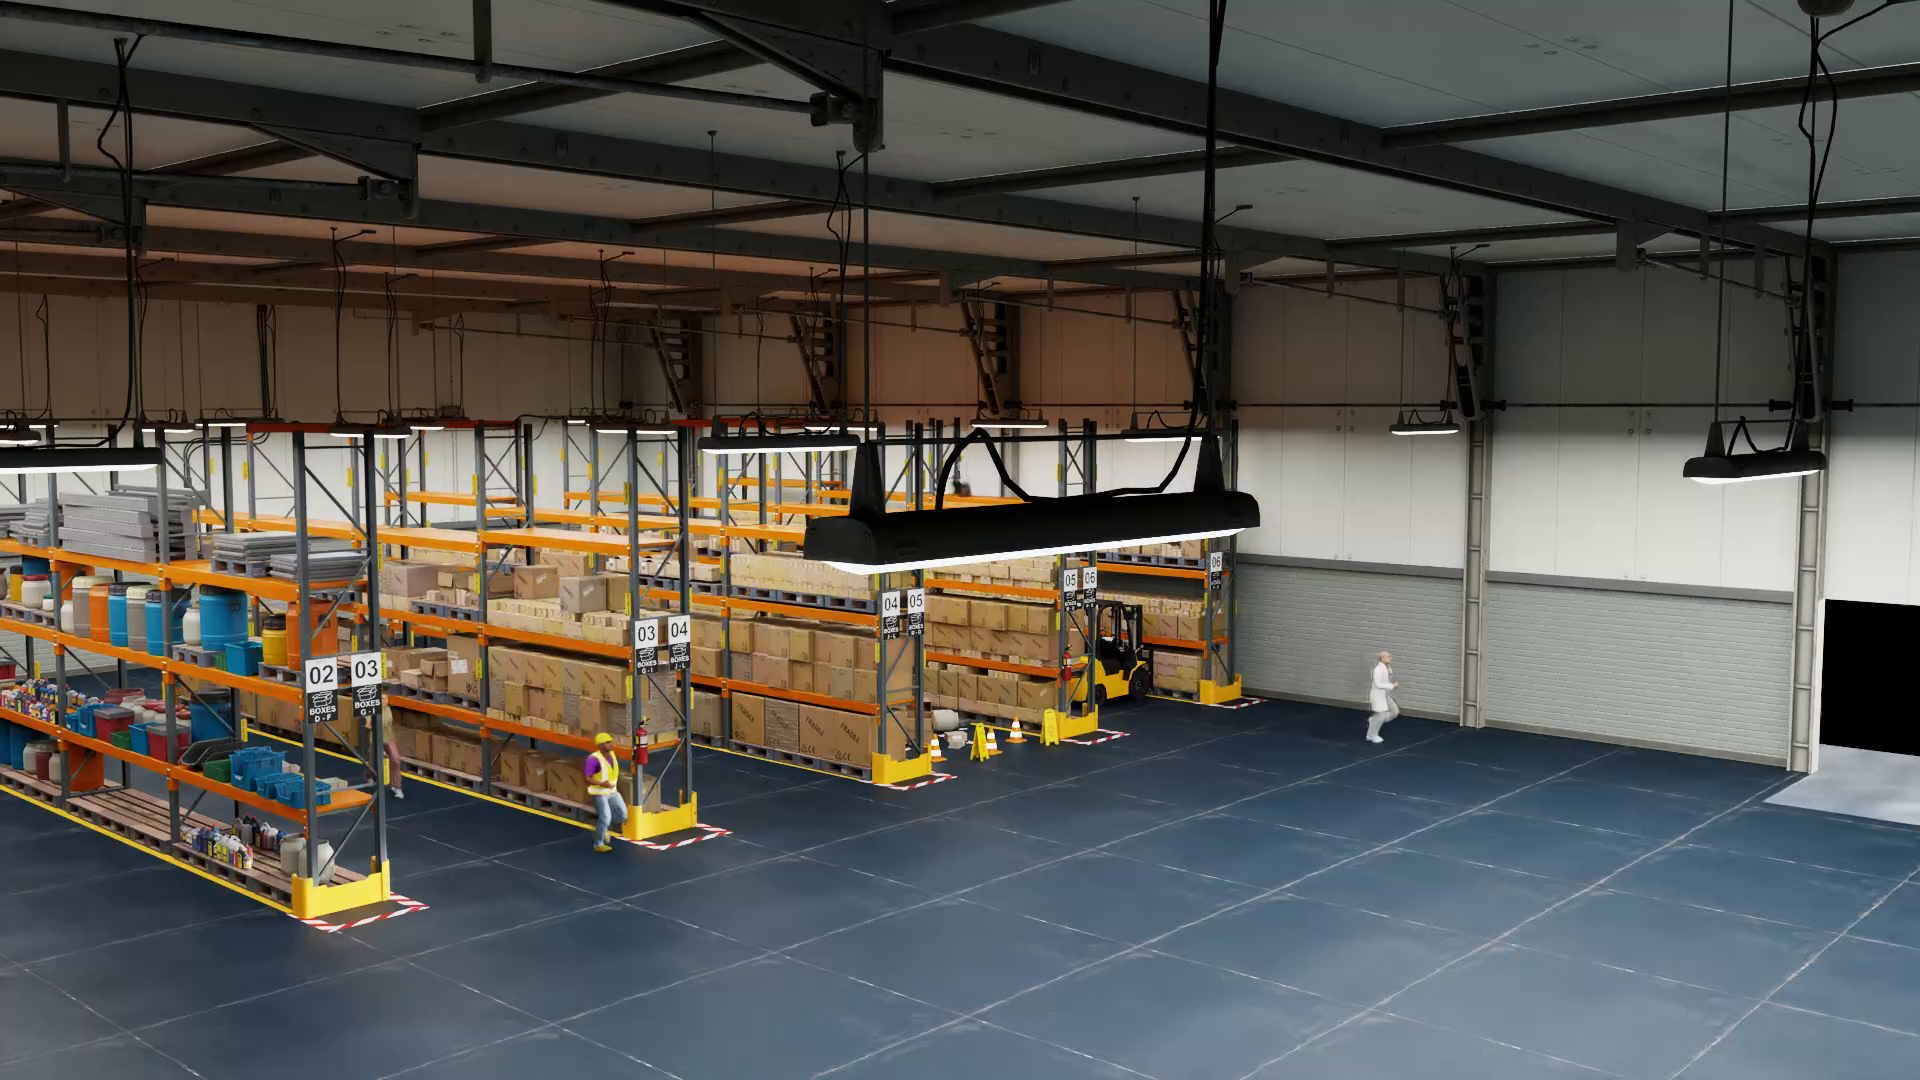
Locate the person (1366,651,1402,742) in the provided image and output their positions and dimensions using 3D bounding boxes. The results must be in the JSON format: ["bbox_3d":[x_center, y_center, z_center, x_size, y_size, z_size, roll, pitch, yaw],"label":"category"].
[{"bbox_3d":[7.922,2.928,31.055,0.724,1.728,0.761,3,6,36],"label":"person"}]

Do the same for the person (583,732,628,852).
[{"bbox_3d":[-4.972,3.561,23.423,0.565,1.721,0.697,2,5,27],"label":"person"}]

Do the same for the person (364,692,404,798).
[{"bbox_3d":[-9.418,3.306,26.974,1.009,1.709,0.544,5,6,44],"label":"person"}]
